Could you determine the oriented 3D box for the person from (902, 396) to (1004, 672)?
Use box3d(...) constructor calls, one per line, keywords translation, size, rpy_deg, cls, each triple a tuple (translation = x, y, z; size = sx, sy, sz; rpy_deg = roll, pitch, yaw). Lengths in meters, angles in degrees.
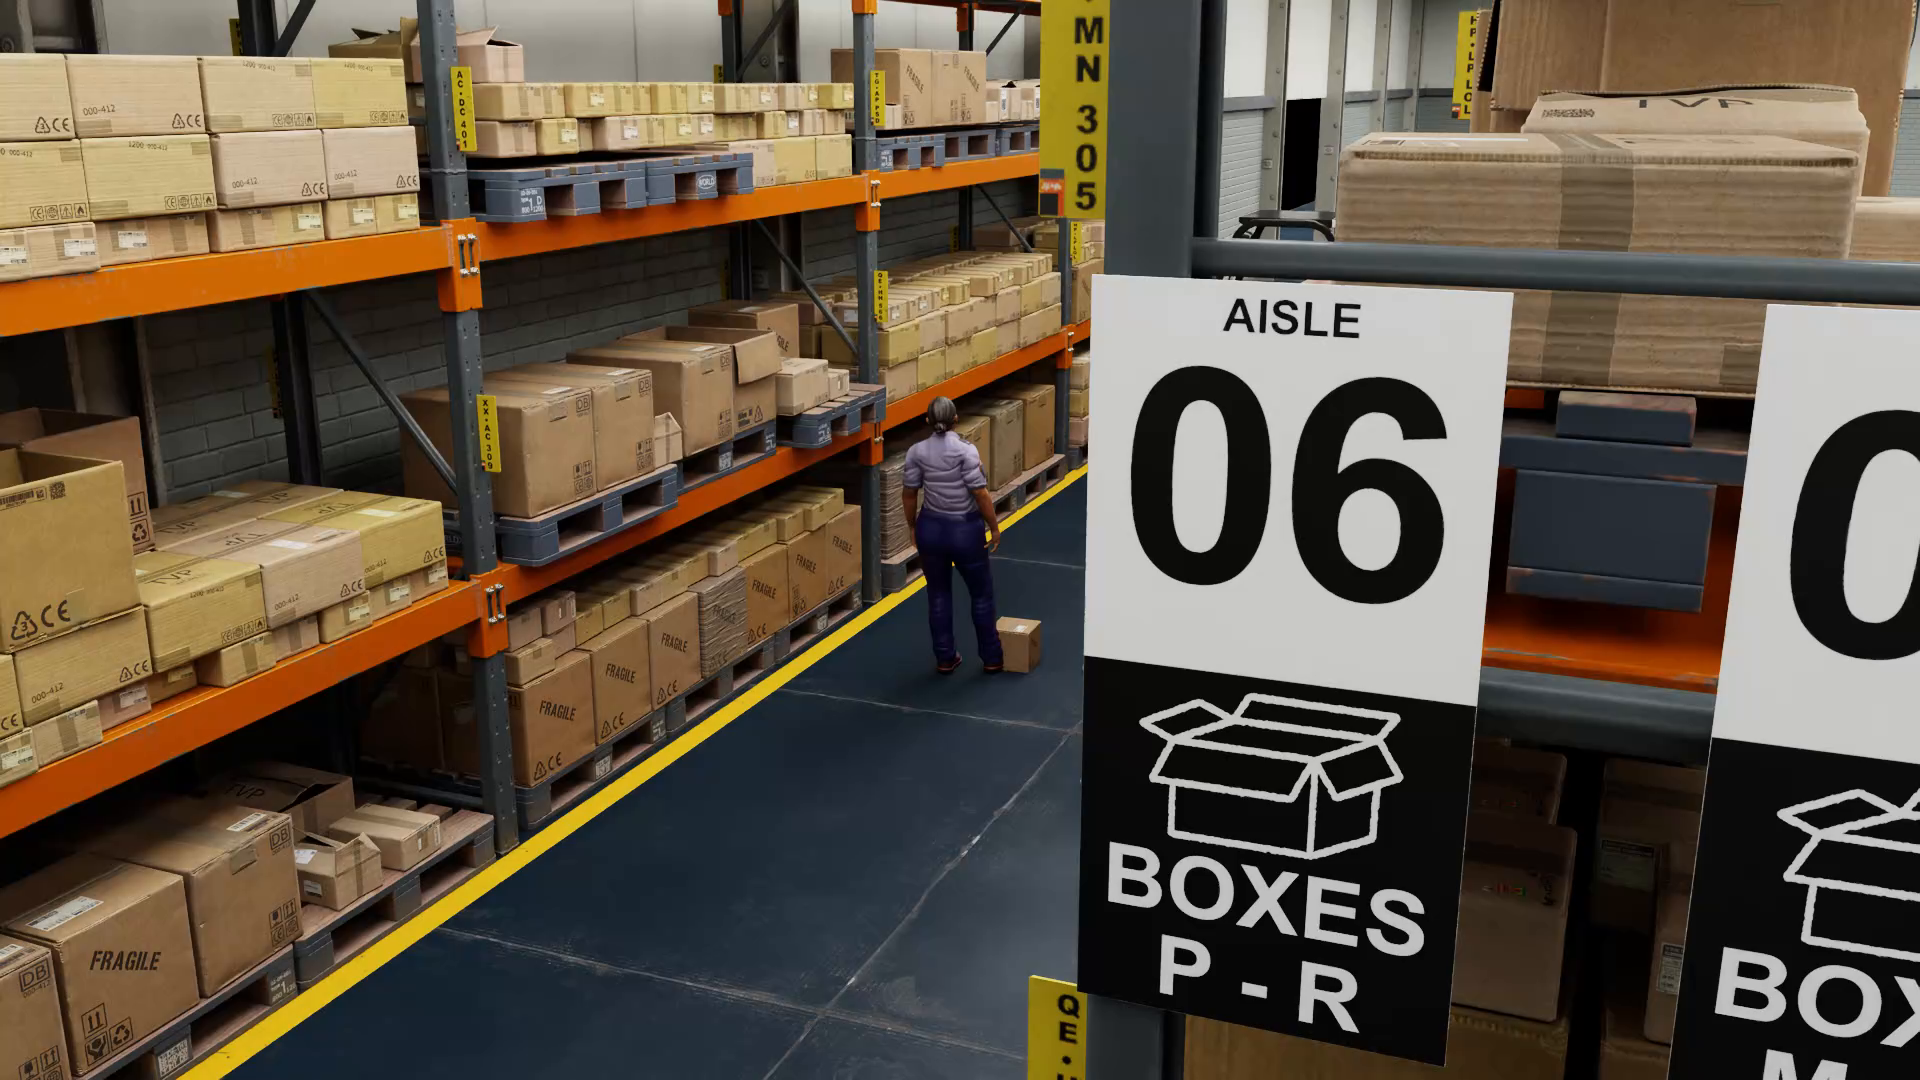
box3d(translation=(-0.004, -0.041, 9.661), size=(0.599, 1.650, 0.503), rpy_deg=(6, 17, 21), cls="person")
